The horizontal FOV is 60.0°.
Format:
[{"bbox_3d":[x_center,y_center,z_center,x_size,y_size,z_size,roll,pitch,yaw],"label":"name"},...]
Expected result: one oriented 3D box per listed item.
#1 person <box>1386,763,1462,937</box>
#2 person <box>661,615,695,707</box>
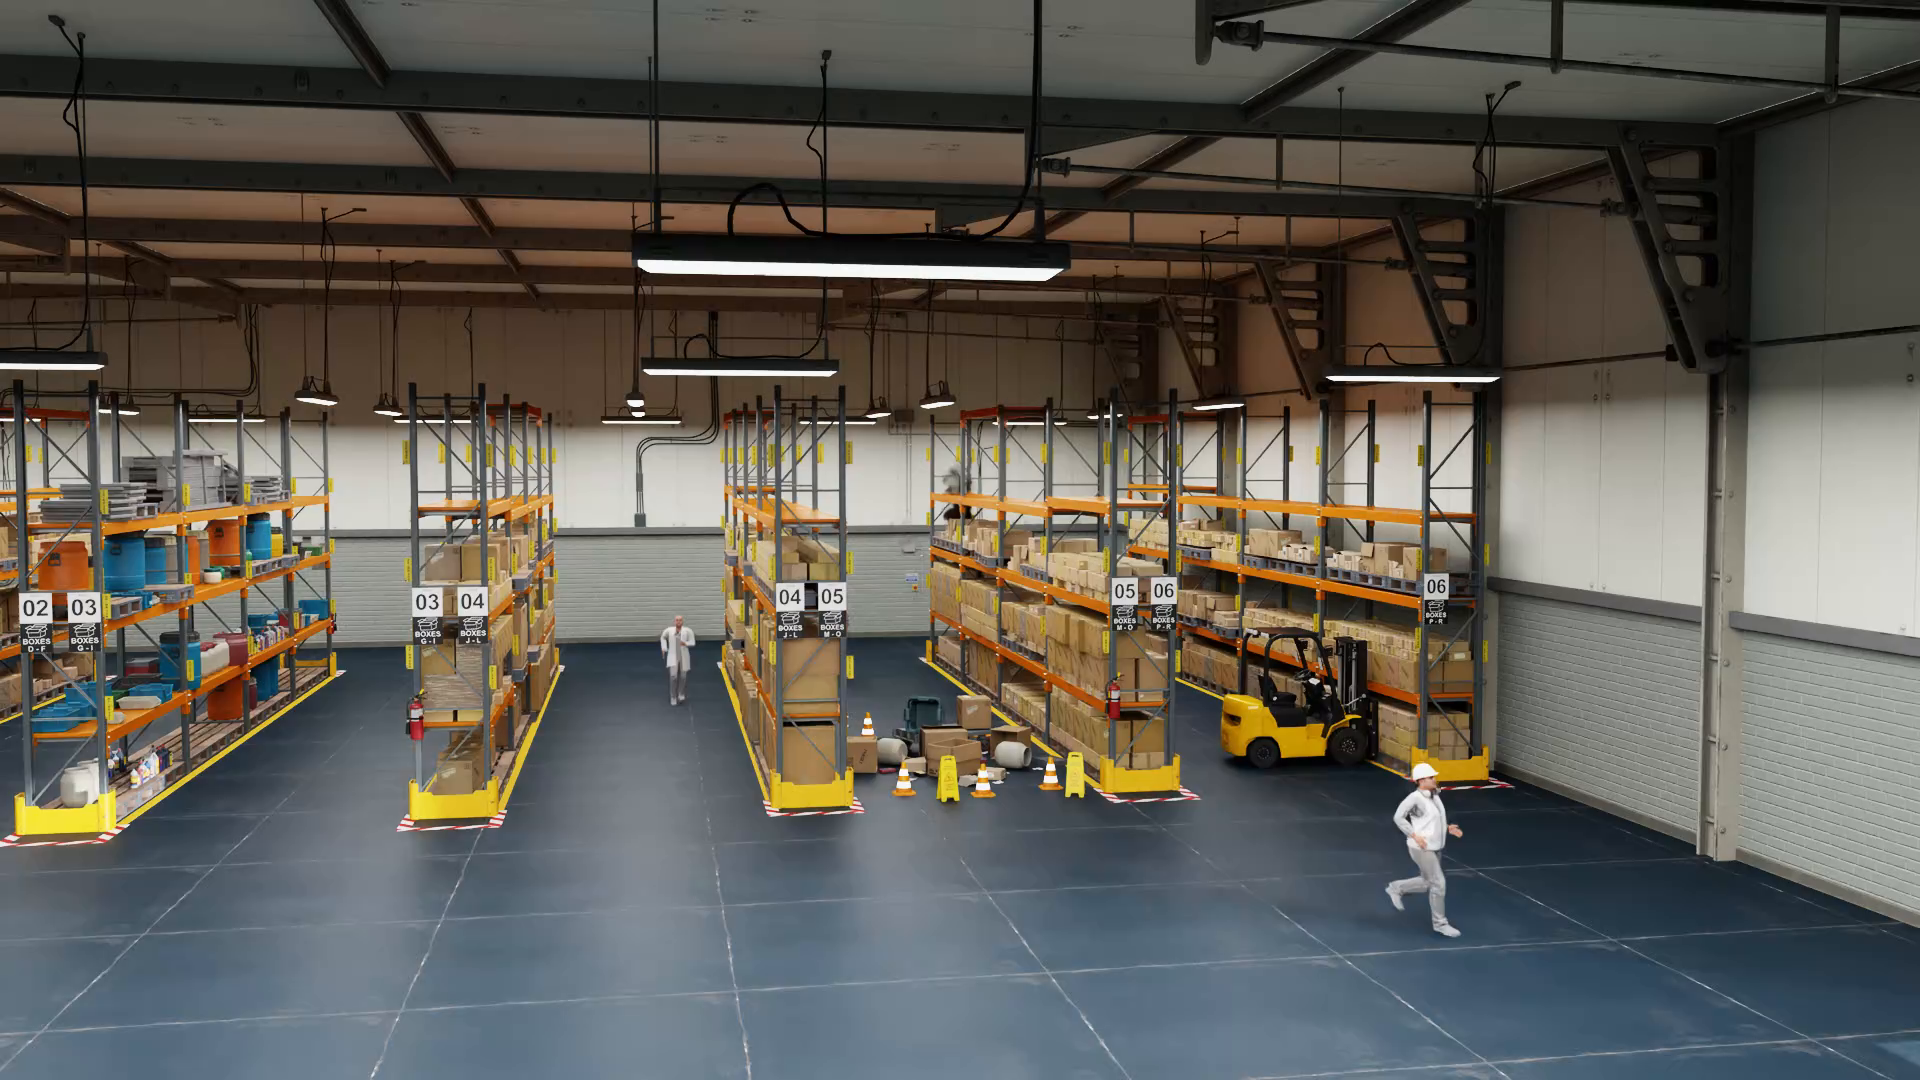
[{"bbox_3d":[4.886,3.241,17.569,0.880,1.772,0.662,2,4,40],"label":"person"},{"bbox_3d":[-5.669,2.541,33.493,0.675,1.593,0.824,-1,3,-12],"label":"person"}]
